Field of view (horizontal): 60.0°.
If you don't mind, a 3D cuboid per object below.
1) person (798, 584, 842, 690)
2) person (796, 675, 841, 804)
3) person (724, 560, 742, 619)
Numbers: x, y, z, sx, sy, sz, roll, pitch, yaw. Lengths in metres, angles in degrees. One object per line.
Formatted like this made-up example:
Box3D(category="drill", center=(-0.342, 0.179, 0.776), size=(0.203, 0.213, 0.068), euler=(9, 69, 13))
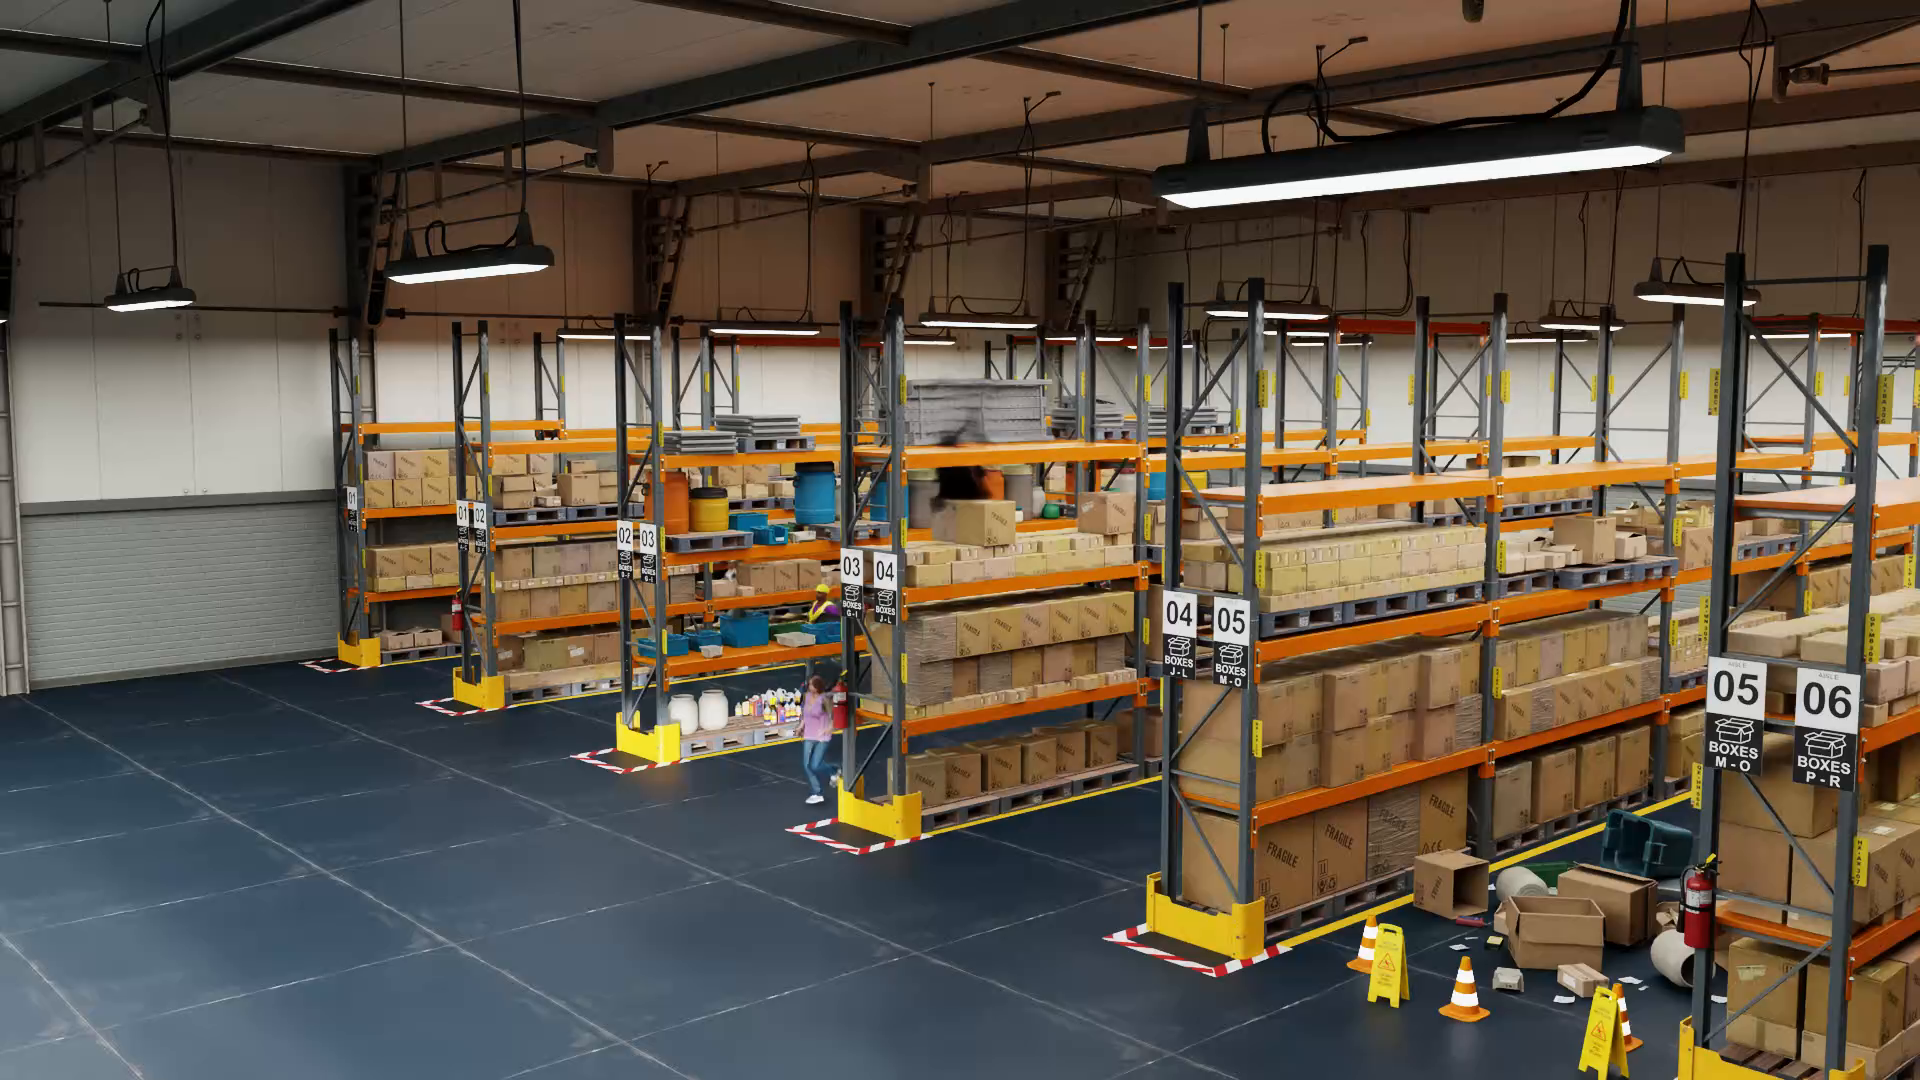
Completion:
Box3D(category="person", center=(-2.264, 1.590, 27.202), size=(0.710, 1.747, 0.968), euler=(5, 8, 43))
Box3D(category="person", center=(-1.708, 2.399, 20.160), size=(0.518, 1.546, 0.559), euler=(4, 7, 37))
Box3D(category="person", center=(-4.342, 1.173, 32.093), size=(0.733, 1.768, 0.626), euler=(-5, 8, -42))
